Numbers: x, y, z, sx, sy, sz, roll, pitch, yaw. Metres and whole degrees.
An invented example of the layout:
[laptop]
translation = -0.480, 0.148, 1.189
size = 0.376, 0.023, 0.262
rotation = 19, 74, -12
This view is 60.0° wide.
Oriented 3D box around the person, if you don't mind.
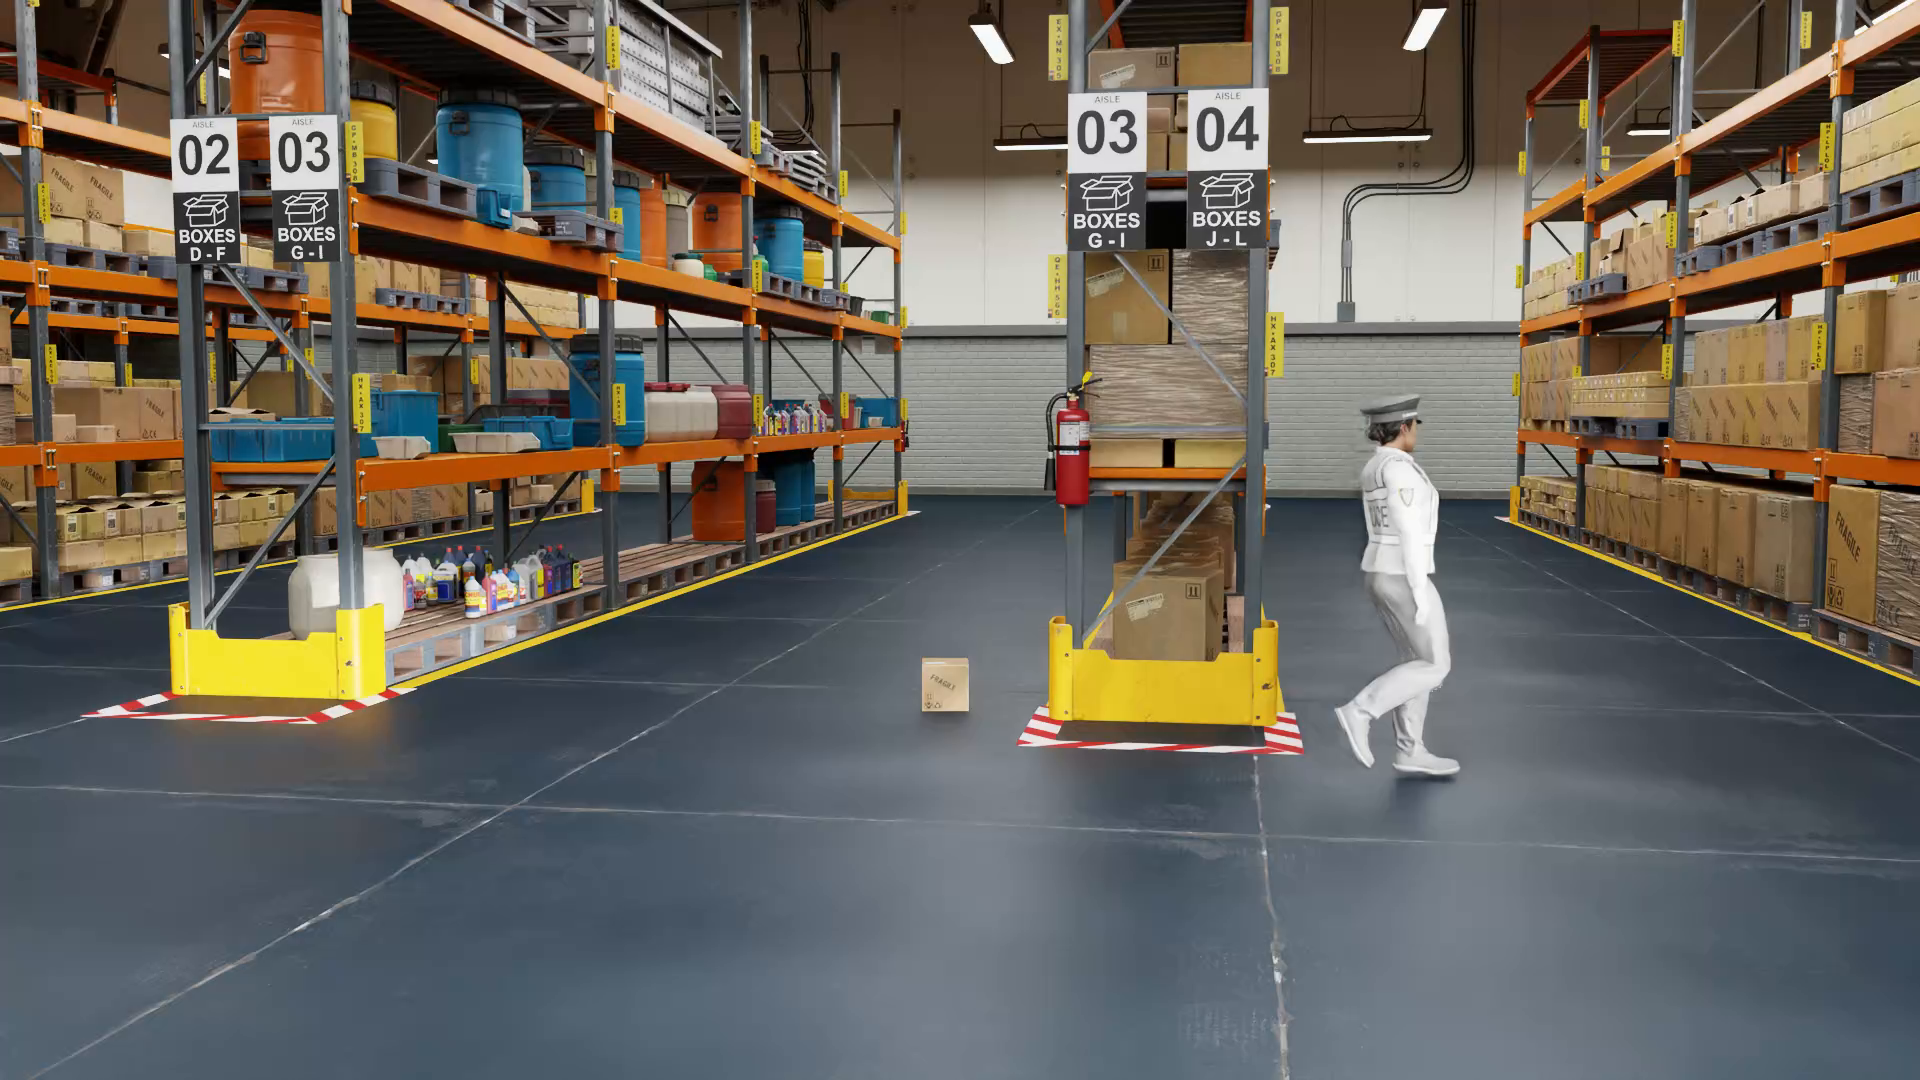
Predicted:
[person]
translation = 1.897, 0.190, 7.269
size = 0.572, 1.650, 0.517
rotation = 0, 5, 0
